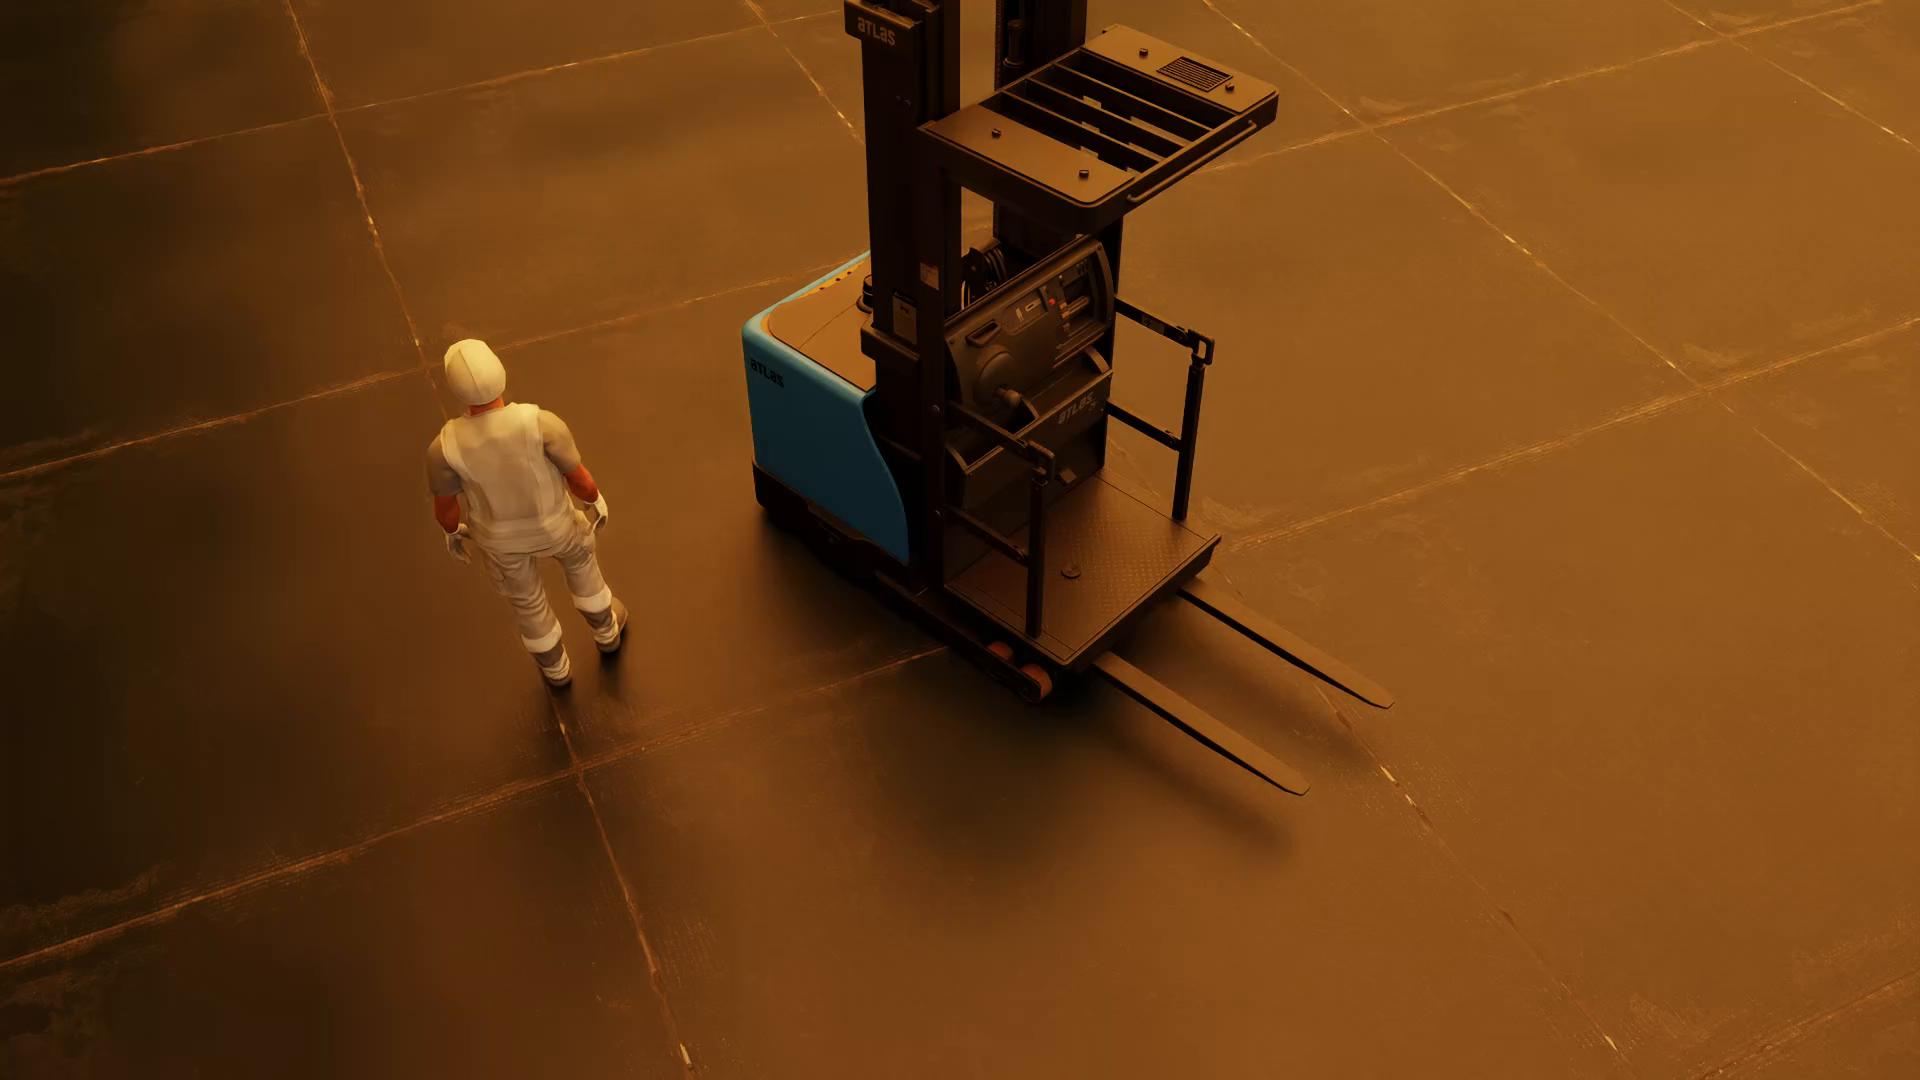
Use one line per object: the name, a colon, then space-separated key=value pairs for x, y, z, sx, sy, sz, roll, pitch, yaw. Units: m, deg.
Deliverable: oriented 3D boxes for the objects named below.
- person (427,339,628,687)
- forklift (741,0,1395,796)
person: x=-1.732 y=-0.113 z=6.627 sx=0.638 sy=1.788 sz=0.560 roll=-10 pitch=44 yaw=-10
forklift: x=0.445 y=-0.788 z=6.525 sx=3.031 sy=2.935 sz=1.130 roll=32 pitch=52 yaw=30
